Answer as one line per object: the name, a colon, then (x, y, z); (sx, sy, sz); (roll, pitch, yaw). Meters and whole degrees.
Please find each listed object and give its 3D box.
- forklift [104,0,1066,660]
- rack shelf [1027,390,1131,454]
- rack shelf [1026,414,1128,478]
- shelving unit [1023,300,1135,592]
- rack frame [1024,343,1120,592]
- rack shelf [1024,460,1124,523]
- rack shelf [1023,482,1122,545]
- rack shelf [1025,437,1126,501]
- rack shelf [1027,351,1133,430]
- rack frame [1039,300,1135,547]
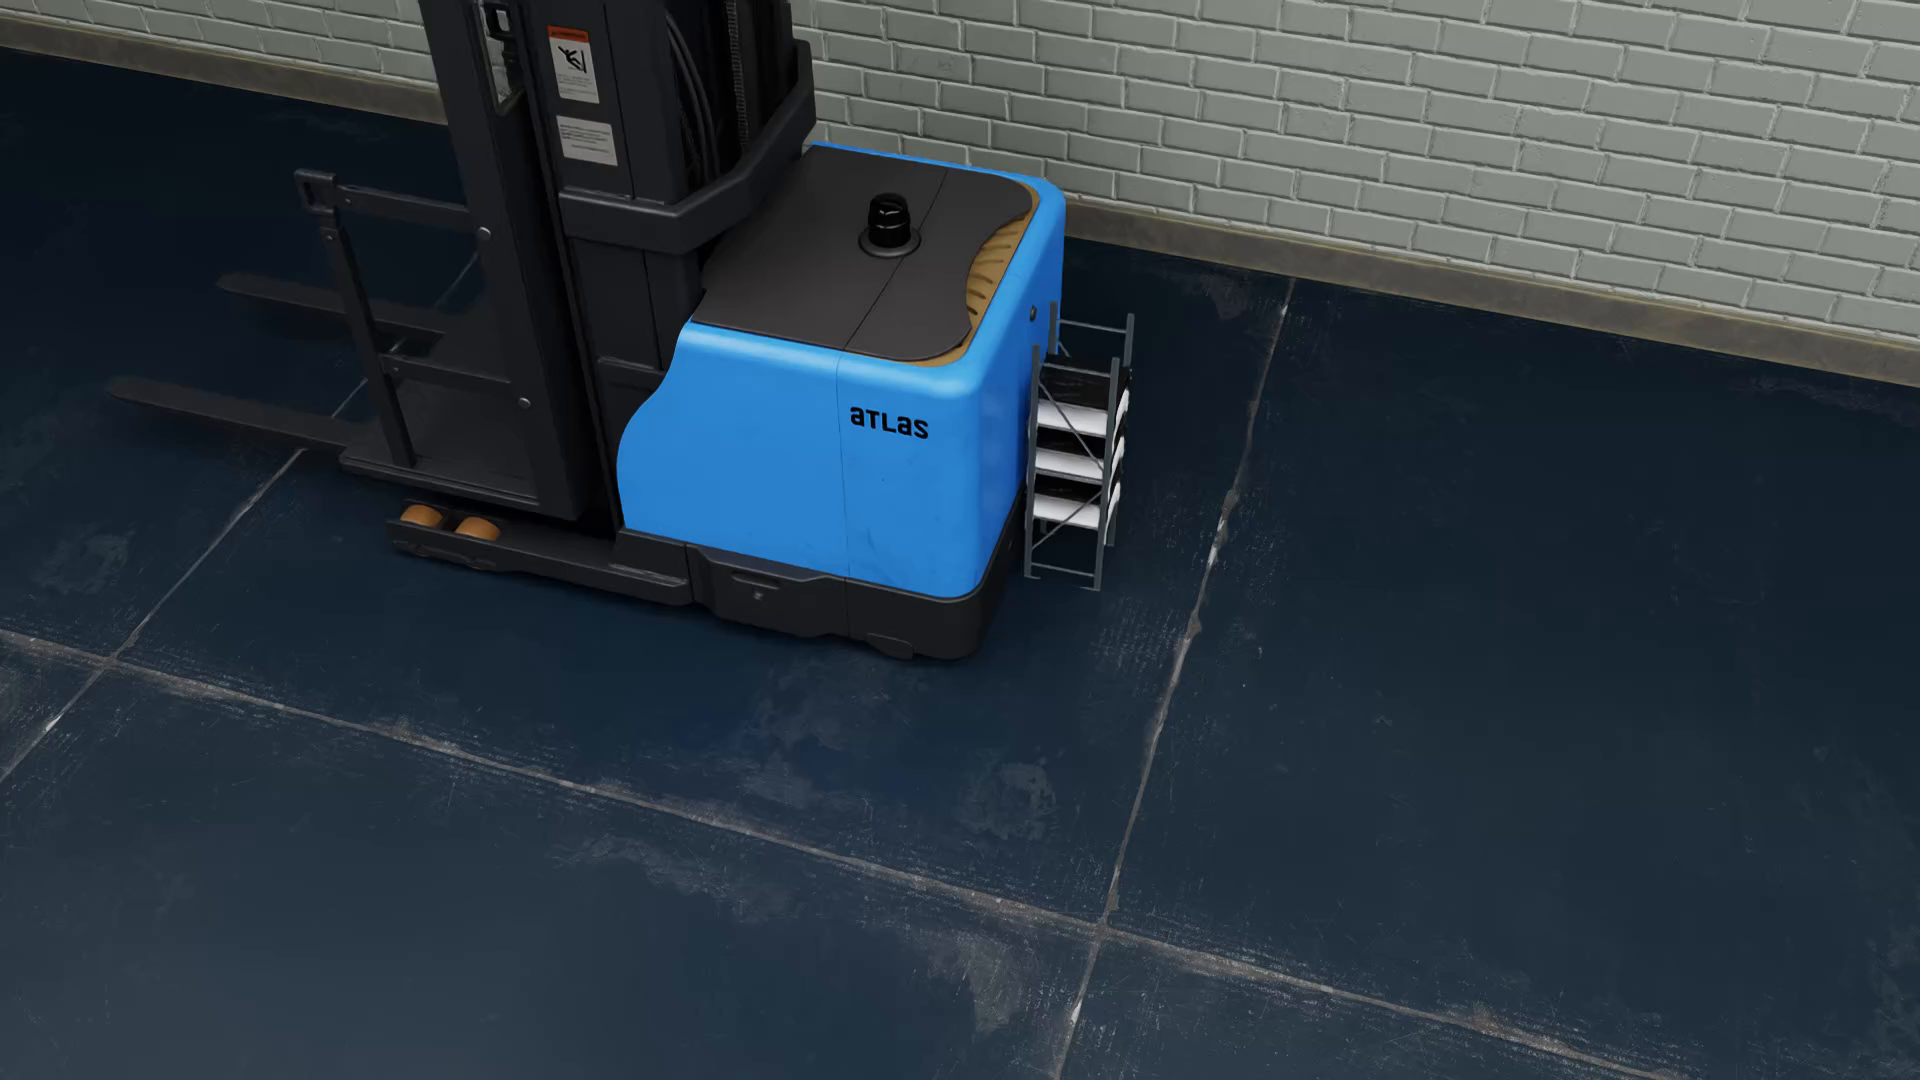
forklift: (-1.257, -1.295, 4.477); (3.031, 2.935, 1.130); (12, 46, 12)
rack shelf: (0.340, -0.360, 4.765); (0.258, 0.077, 0.200); (11, 45, 11)
rack shelf: (0.340, -0.296, 4.828); (0.258, 0.077, 0.200); (11, 45, 11)
shelving unit: (0.340, -0.255, 4.868); (0.258, 0.900, 0.210); (11, 45, 11)
rack frame: (0.313, -0.187, 4.798); (0.240, 0.900, 0.006); (11, 45, 11)
rack shelf: (0.340, -0.167, 4.954); (0.258, 0.077, 0.200); (11, 45, 11)
rack shelf: (0.340, -0.103, 5.017); (0.258, 0.077, 0.200); (11, 45, 11)
rack shelf: (0.340, -0.232, 4.891); (0.258, 0.077, 0.200); (11, 45, 11)
rack shelf: (0.340, -0.425, 4.702); (0.258, 0.077, 0.200); (11, 45, 11)
rack frame: (0.368, -0.324, 4.938); (0.240, 0.900, 0.006); (11, 45, 11)
